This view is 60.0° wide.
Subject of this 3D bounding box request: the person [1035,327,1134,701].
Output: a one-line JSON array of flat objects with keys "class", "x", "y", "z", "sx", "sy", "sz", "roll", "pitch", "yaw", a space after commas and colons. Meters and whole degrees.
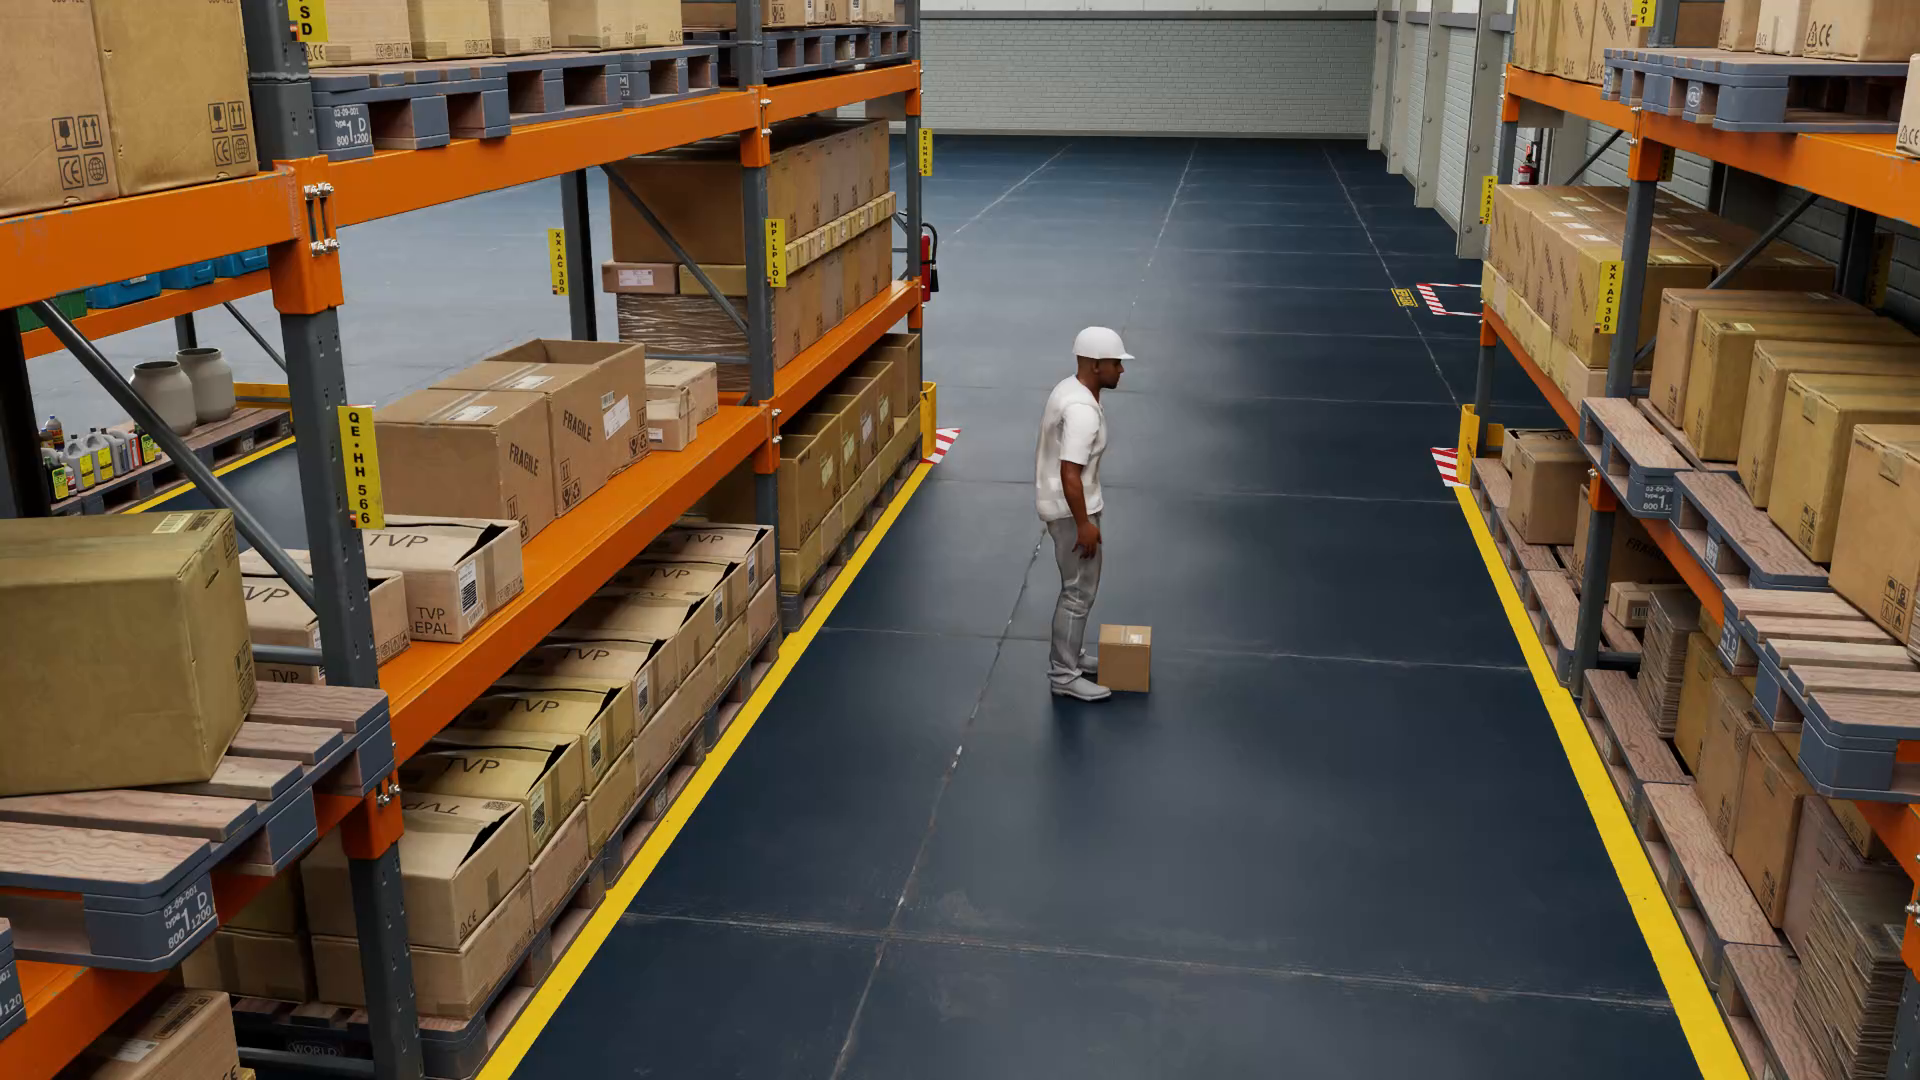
[{"class": "person", "x": 0.586, "y": -0.148, "z": 7.984, "sx": 0.454, "sy": 1.761, "sz": 0.636, "roll": 2, "pitch": 18, "yaw": 6}]
